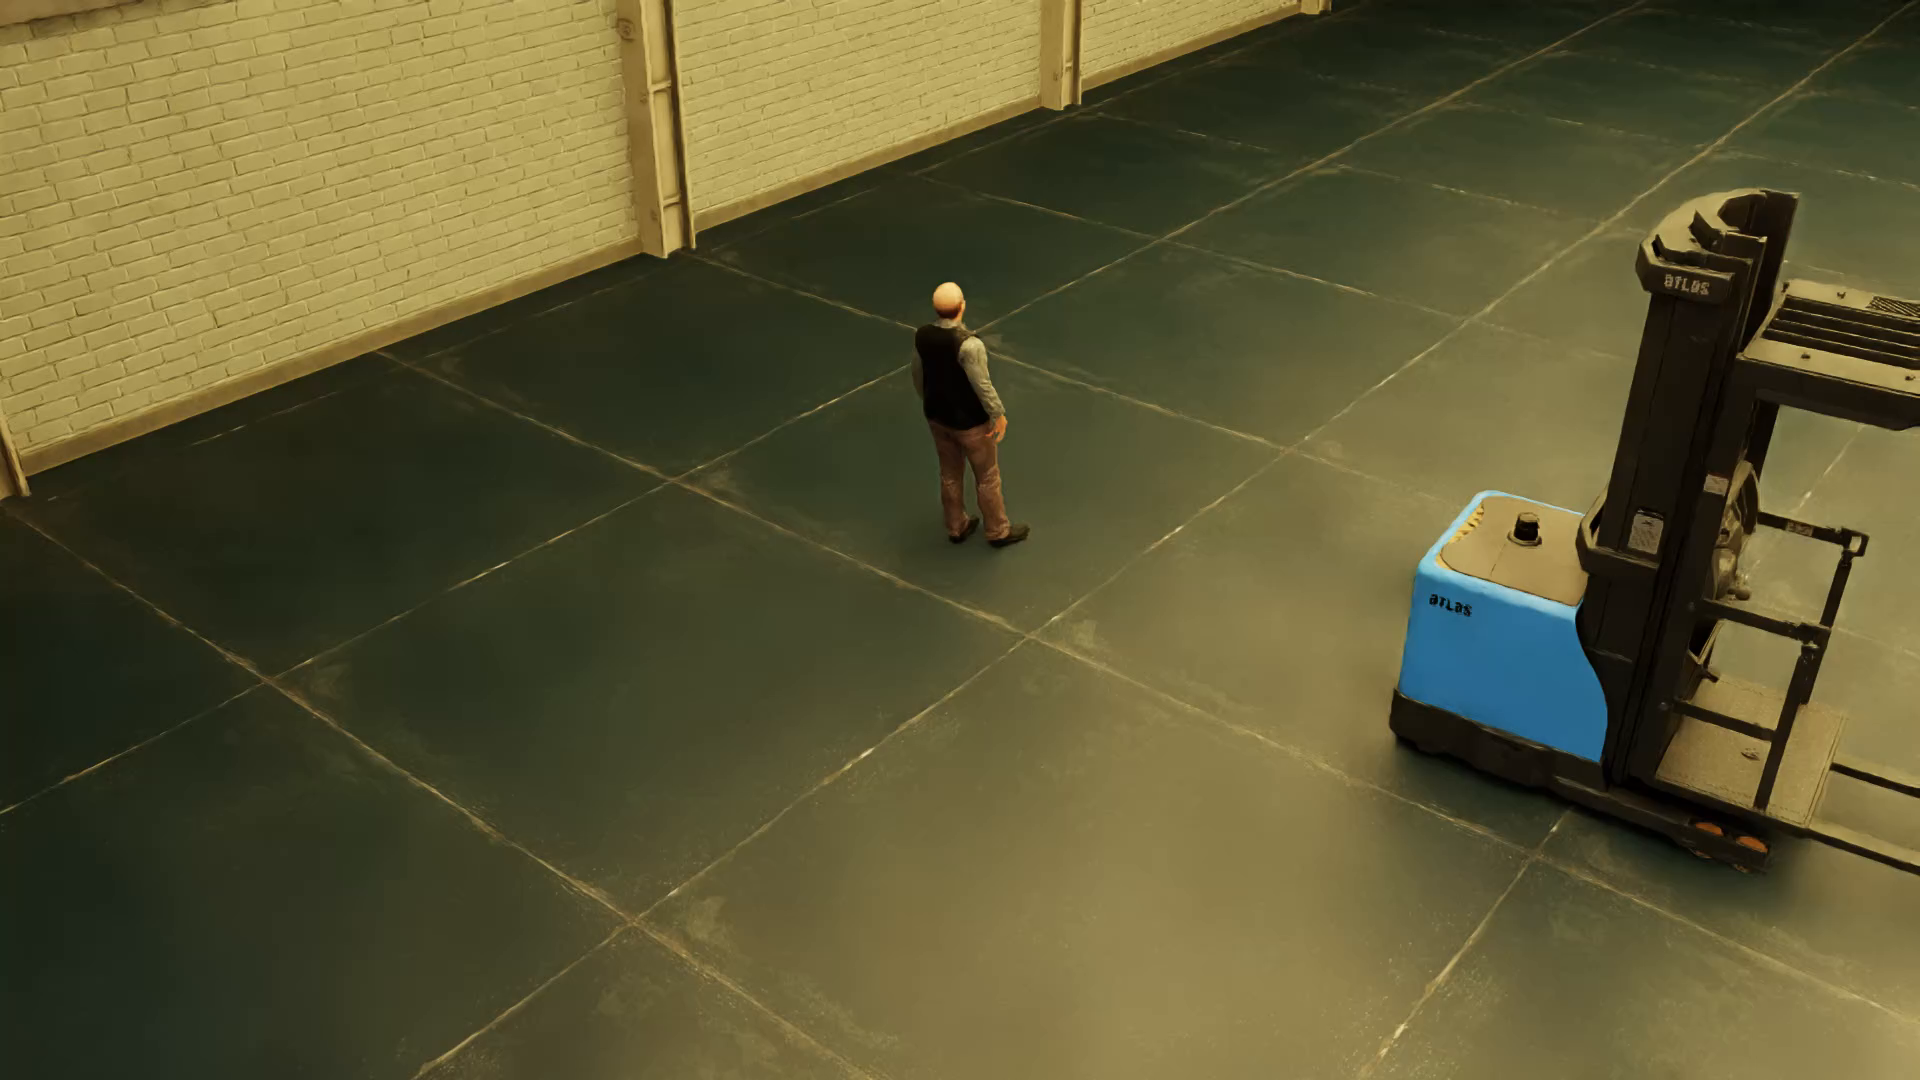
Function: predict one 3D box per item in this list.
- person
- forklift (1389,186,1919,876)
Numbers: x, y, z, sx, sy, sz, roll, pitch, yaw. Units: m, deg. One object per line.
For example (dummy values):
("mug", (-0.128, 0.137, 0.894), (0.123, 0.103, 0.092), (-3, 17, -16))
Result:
("person", (0.046, -0.771, 10.100), (0.632, 1.720, 0.567), (22, 37, 33))
("forklift", (3.752, -0.007, 7.606), (3.031, 2.935, 1.130), (19, 35, 29))
